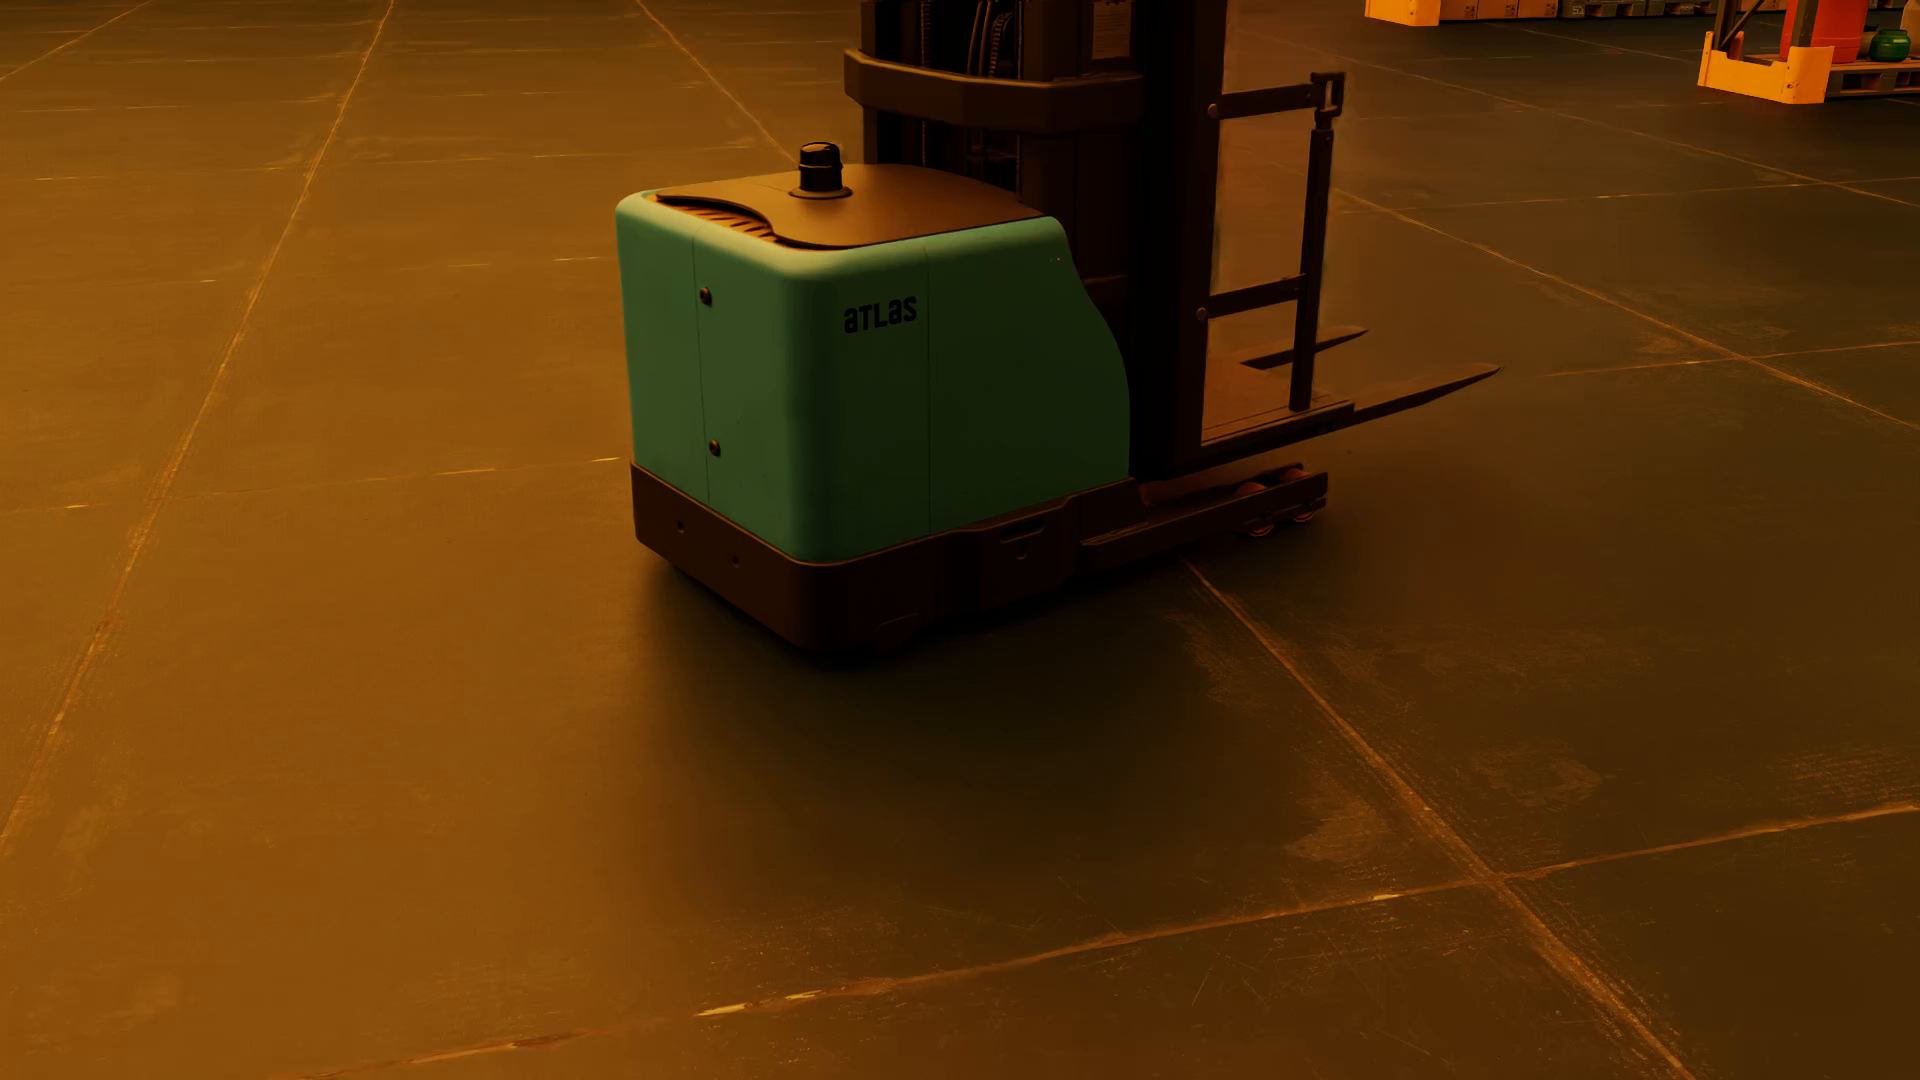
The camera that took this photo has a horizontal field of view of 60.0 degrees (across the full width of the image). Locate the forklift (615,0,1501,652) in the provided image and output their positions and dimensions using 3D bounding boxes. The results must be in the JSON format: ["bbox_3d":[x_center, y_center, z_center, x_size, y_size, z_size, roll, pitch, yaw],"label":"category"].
[{"bbox_3d":[0.524,-1.505,4.845,3.031,2.935,1.130,-17,28,-34],"label":"forklift"}]
